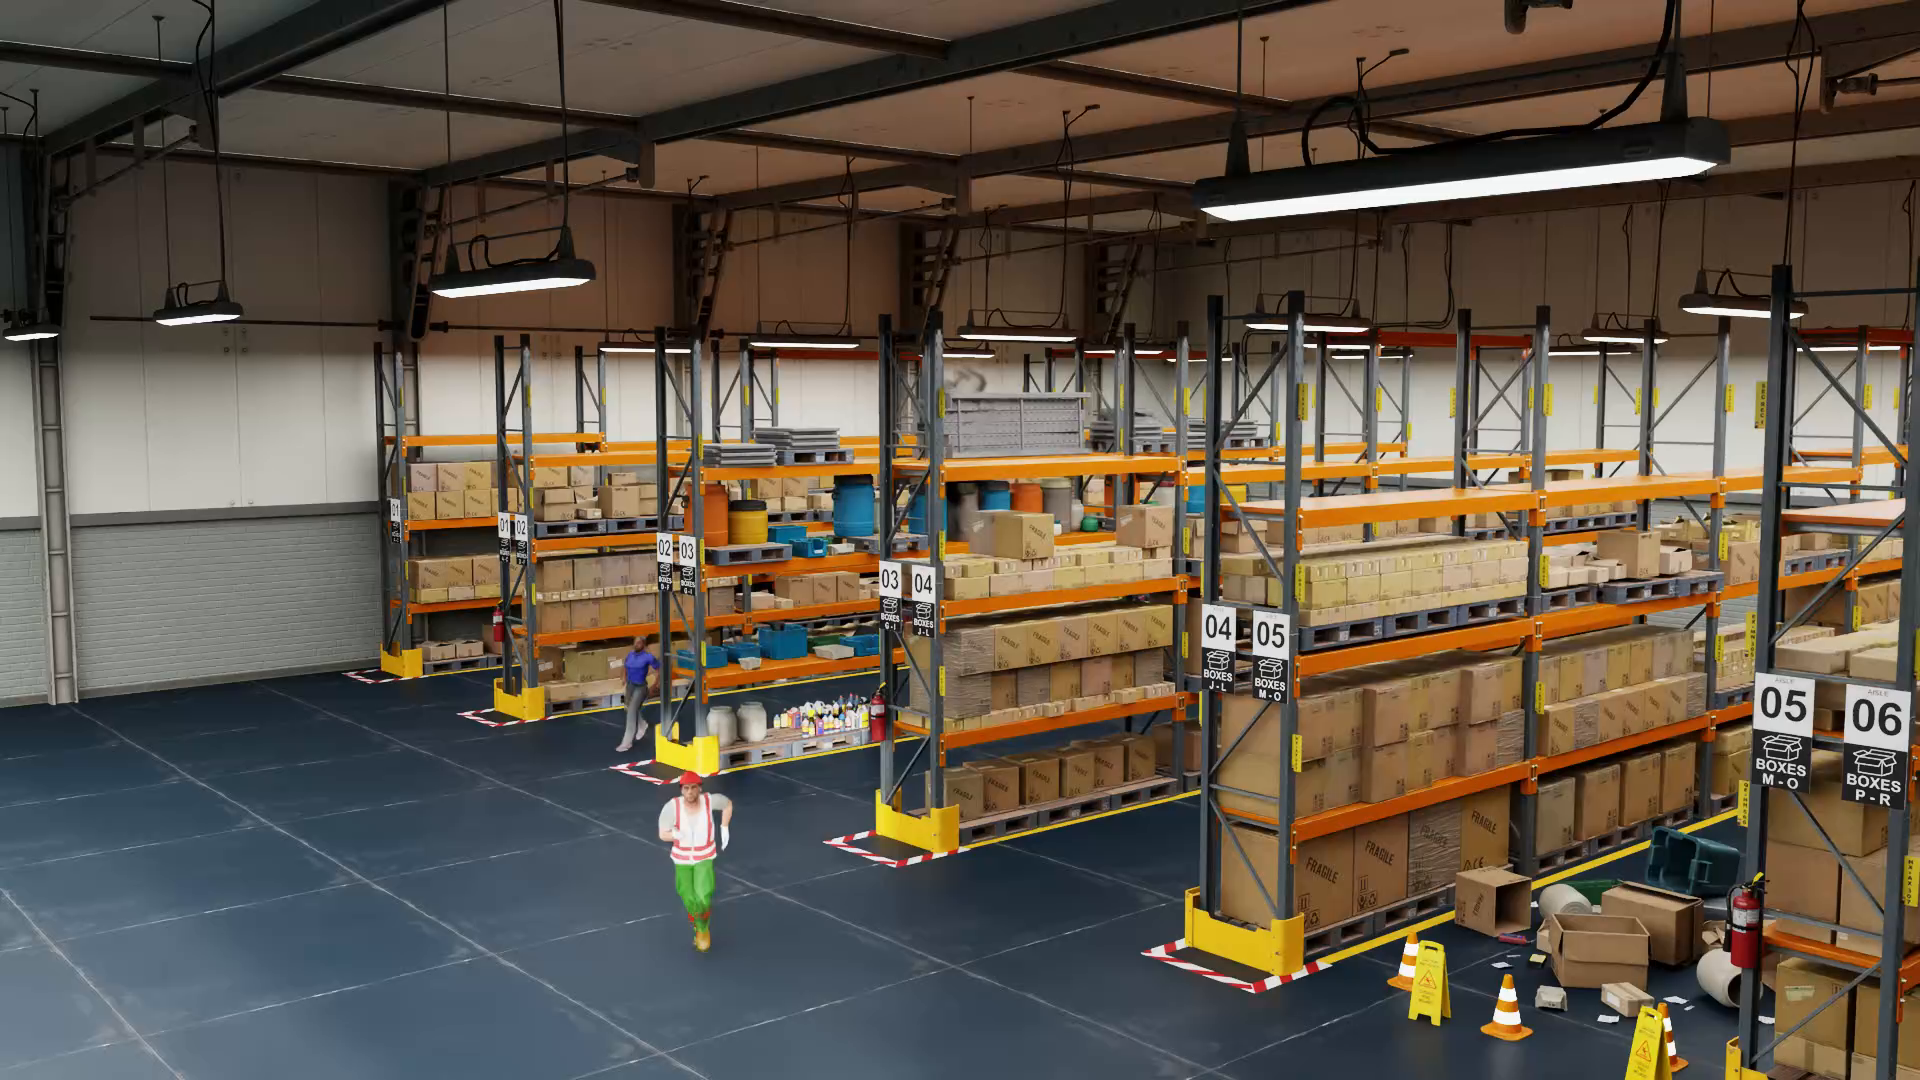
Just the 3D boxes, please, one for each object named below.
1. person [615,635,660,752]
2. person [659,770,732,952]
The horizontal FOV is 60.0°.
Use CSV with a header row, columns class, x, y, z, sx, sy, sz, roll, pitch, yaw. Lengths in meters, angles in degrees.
class,x,y,z,sx,sy,sz,roll,pitch,yaw
person,-4.598,2.181,23.923,0.608,1.624,0.830,3,6,27
person,-2.399,2.904,15.064,0.628,1.716,0.828,0,5,-2
